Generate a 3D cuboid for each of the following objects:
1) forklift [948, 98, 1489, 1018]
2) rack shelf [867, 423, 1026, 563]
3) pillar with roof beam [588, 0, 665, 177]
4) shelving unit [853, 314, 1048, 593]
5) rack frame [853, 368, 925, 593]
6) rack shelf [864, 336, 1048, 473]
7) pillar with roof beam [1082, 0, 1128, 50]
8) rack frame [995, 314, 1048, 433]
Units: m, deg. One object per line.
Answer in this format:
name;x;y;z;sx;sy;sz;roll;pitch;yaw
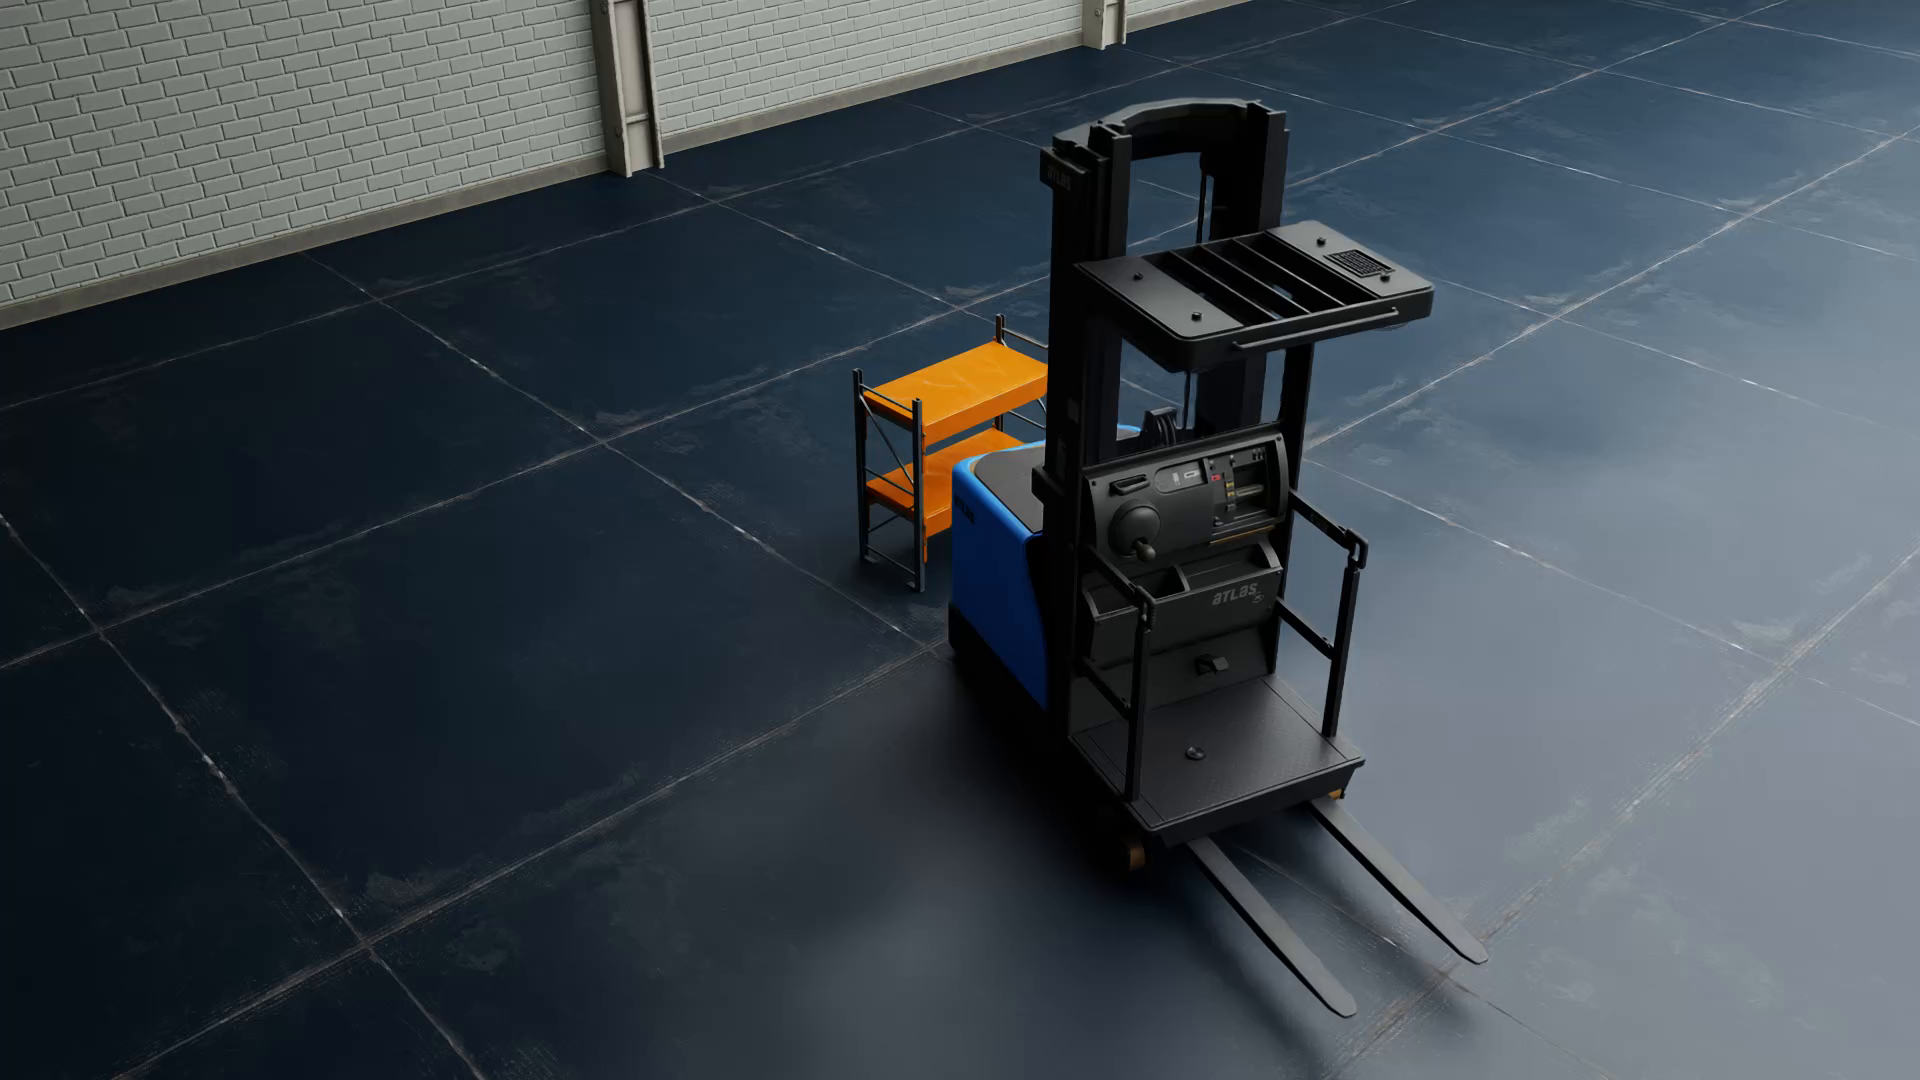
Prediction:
forklift;1.035;-0.122;6.641;1.130;2.935;3.031;-14;34;-22
rack shelf;0.005;-0.274;9.088;1.000;0.278;0.538;-26;40;-35
pillar with roof beam;0.086;-5.457;9.548;0.400;9.000;9.100;-26;40;-35
shelving unit;0.005;-0.482;8.960;1.048;1.125;0.538;-26;40;-35
rack frame;-0.368;-0.302;8.666;0.032;1.125;0.500;-26;40;-35
rack shelf;0.005;-0.732;8.808;1.000;0.278;0.538;-26;40;-35
pillar with roof beam;4.485;-7.585;13.029;0.400;9.000;9.100;-26;40;-35
rack frame;0.378;-0.663;9.255;0.032;1.125;0.500;-26;40;-35
